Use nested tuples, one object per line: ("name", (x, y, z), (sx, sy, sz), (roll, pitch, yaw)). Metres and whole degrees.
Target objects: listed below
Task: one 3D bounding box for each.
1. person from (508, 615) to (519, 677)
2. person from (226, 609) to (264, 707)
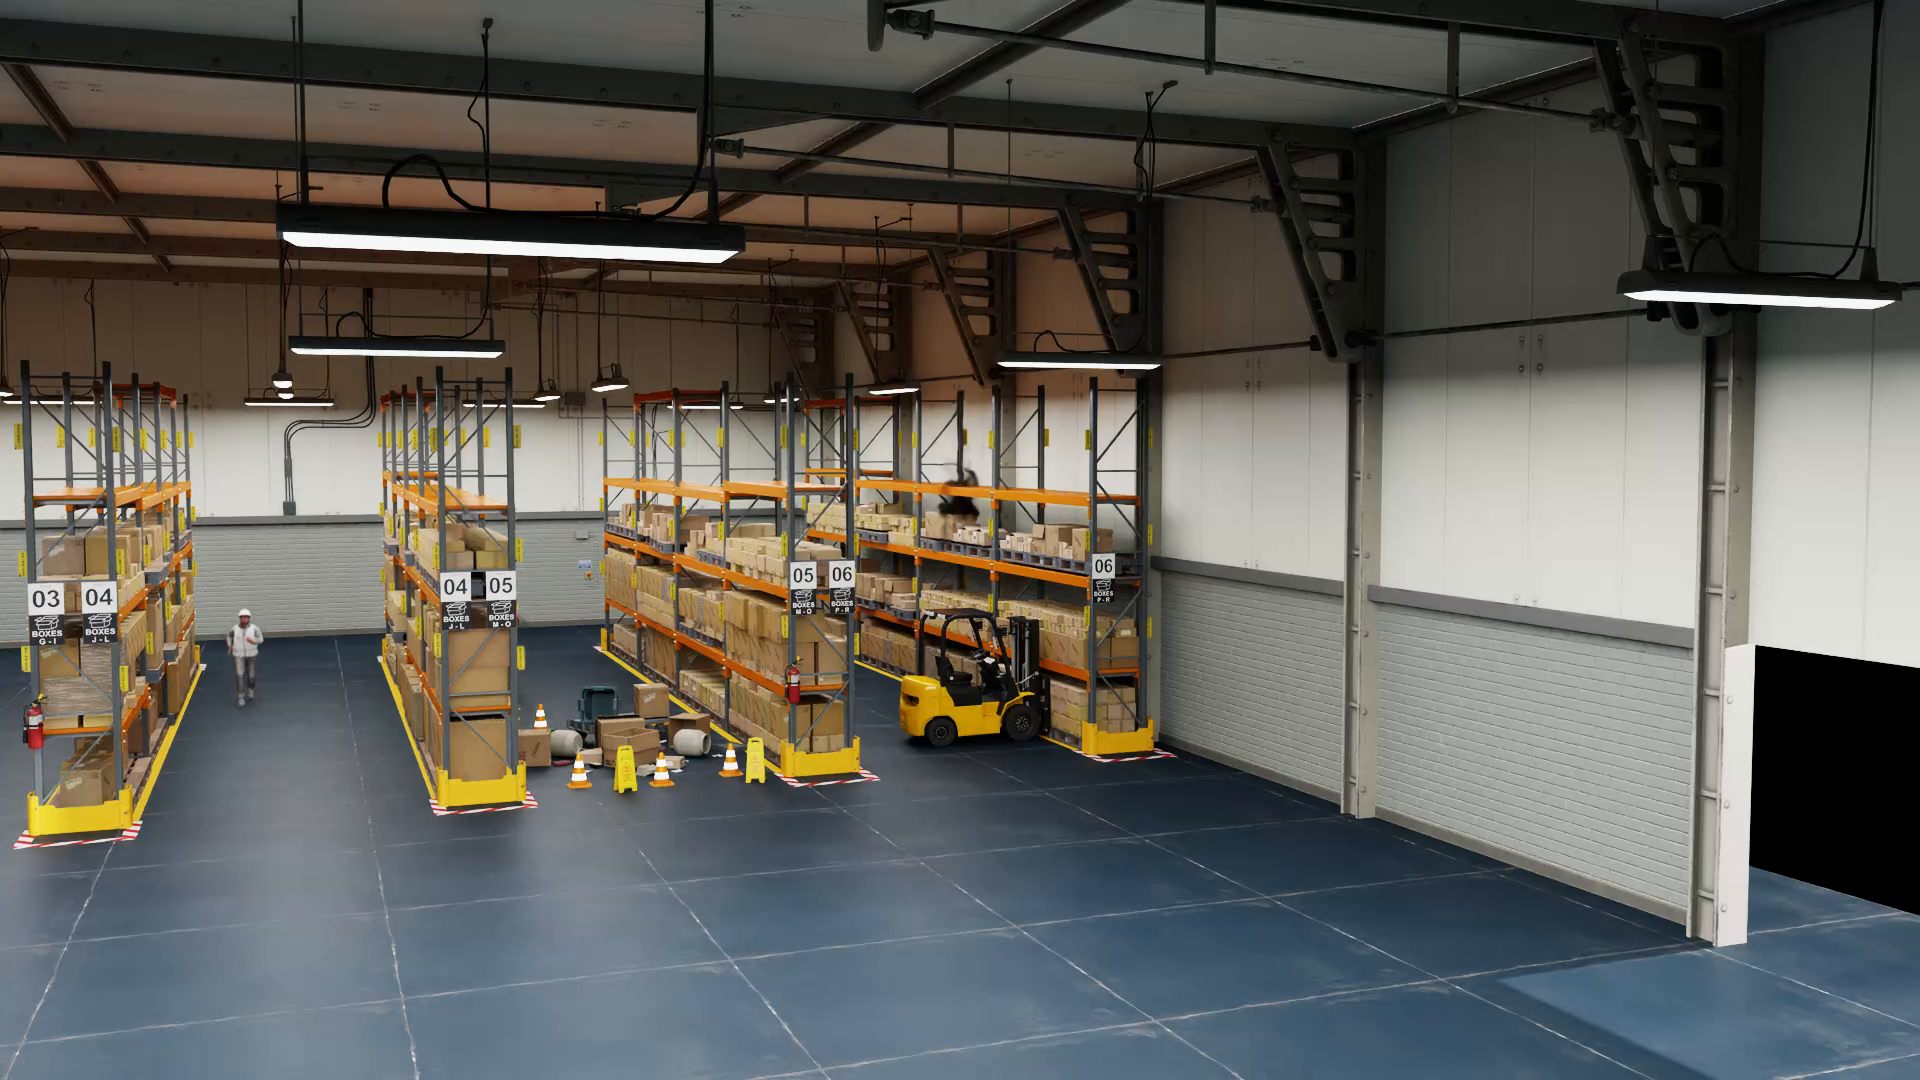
("person", (-9.543, 2.045, 34.633), (0.661, 1.794, 1.110), (-1, 4, -22))
("person", (-13.535, 2.198, 31.491), (0.649, 1.780, 0.939), (-1, 4, -23))
